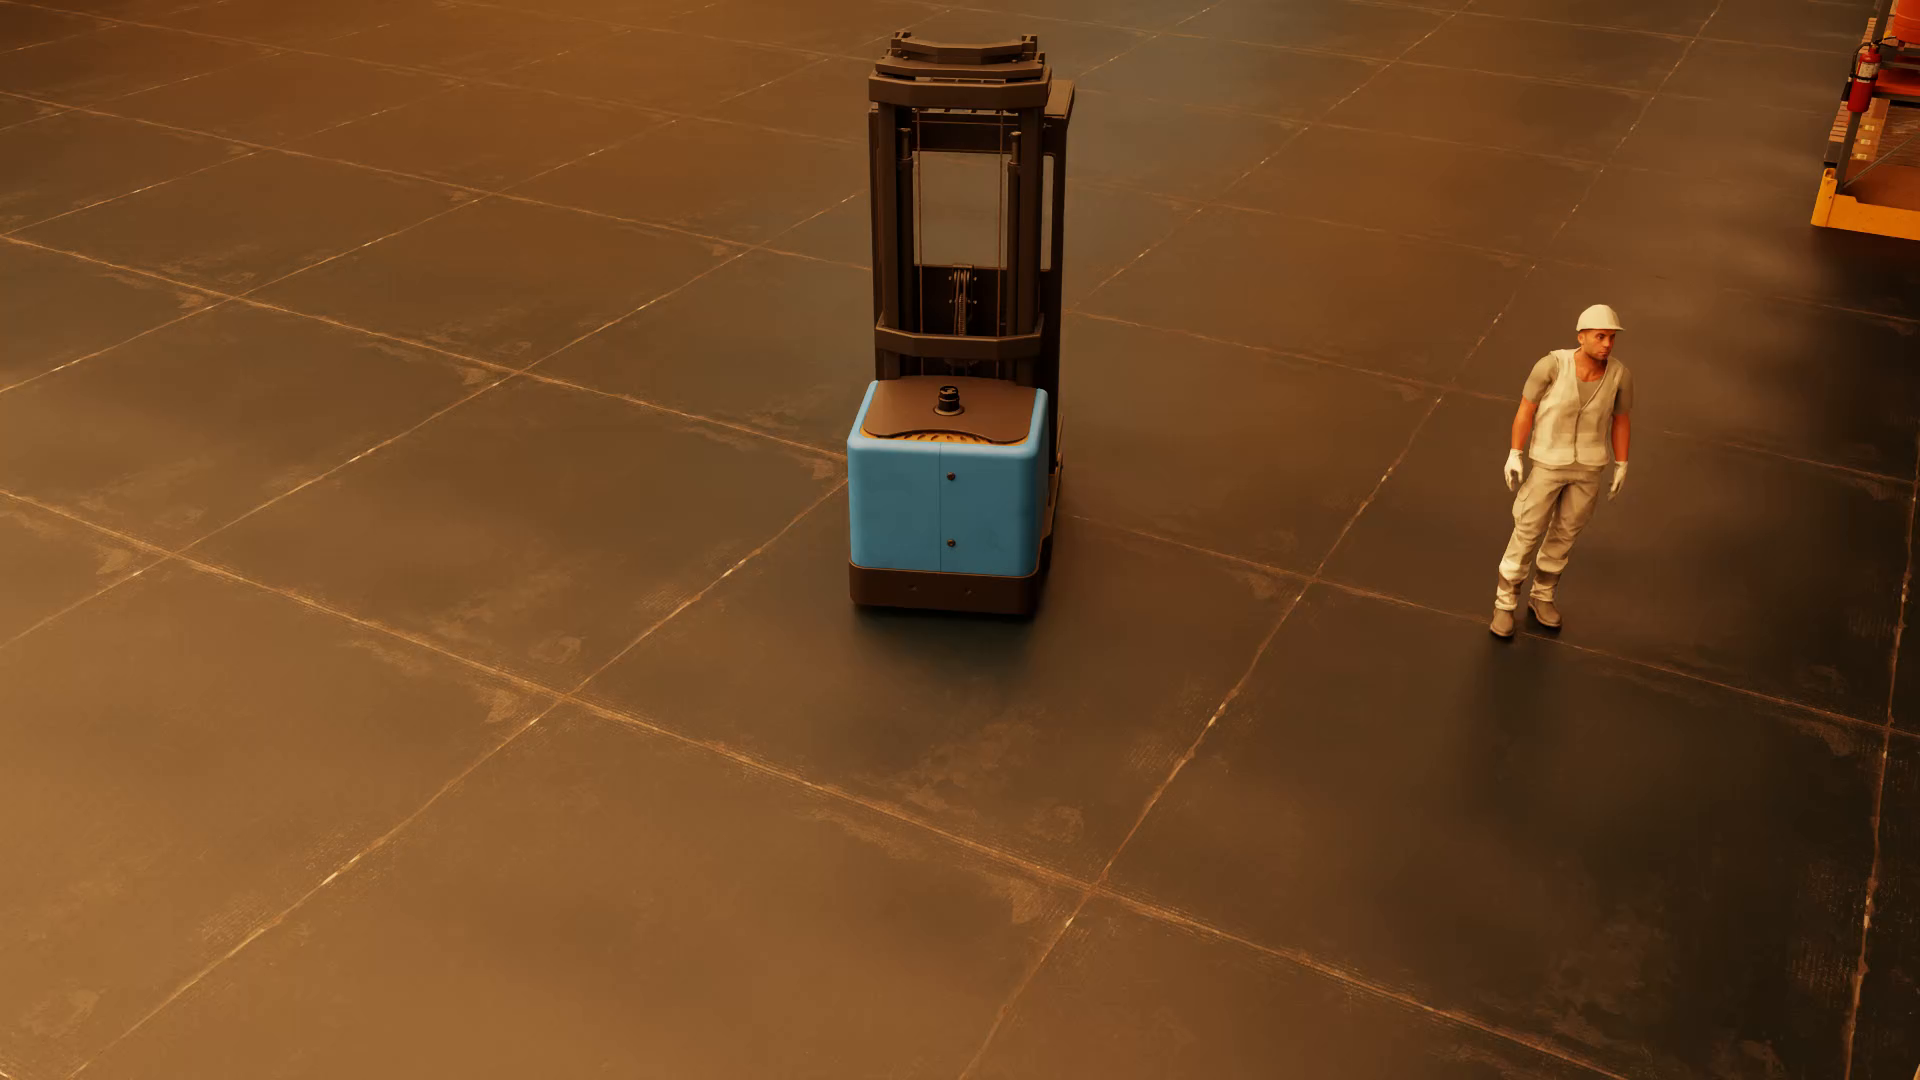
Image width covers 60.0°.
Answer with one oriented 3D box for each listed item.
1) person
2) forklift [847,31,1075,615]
[{"bbox_3d":[3.224,-0.354,8.812,0.638,1.790,0.563,2,30,3],"label":"person"},{"bbox_3d":[0.072,-1.572,9.794,1.130,2.935,3.031,3,30,6],"label":"forklift"}]
